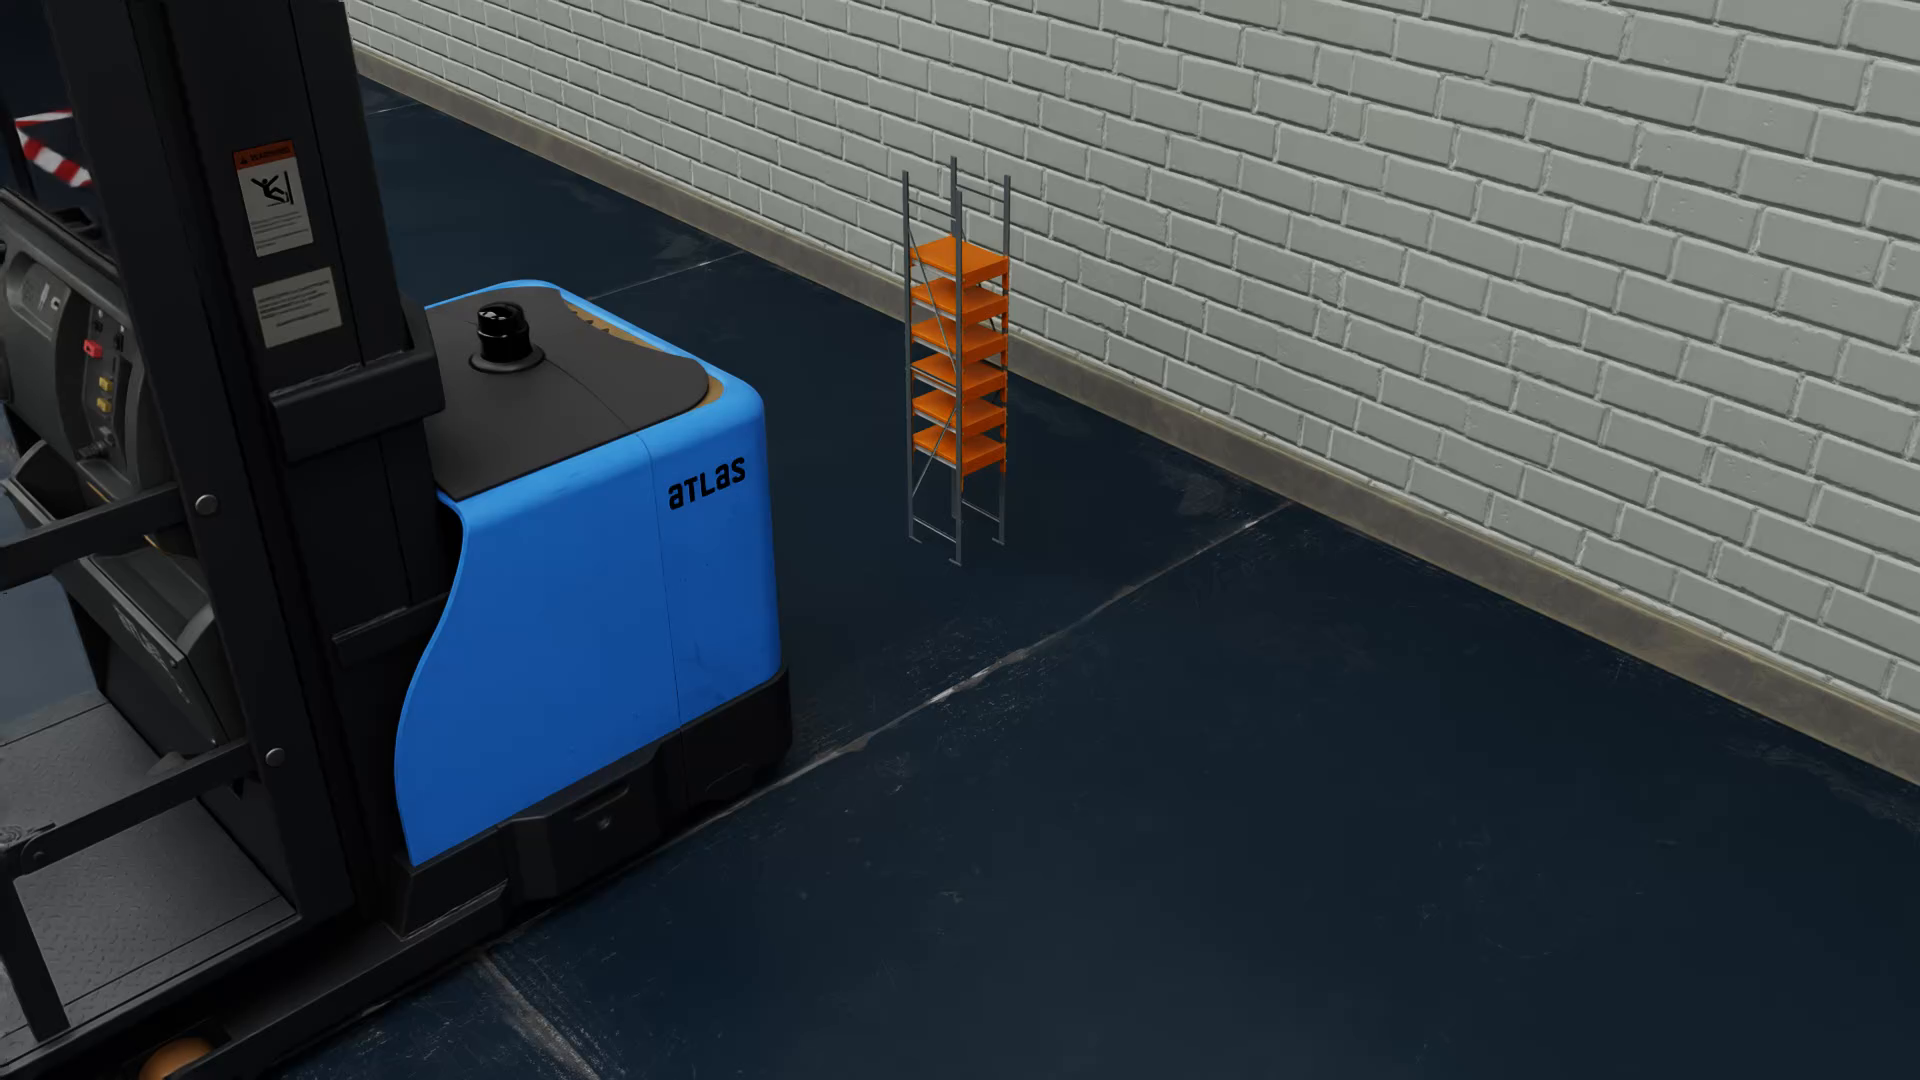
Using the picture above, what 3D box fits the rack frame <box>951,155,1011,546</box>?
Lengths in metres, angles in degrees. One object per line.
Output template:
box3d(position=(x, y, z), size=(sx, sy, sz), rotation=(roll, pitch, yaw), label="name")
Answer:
box3d(position=(0.056, -0.539, 4.982), size=(0.006, 1.200, 0.240), rotation=(-26, 40, -35), label="rack frame")

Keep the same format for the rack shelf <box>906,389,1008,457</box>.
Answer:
box3d(position=(-0.011, -0.366, 5.014), size=(0.180, 0.103, 0.258), rotation=(-26, 40, -35), label="rack shelf")

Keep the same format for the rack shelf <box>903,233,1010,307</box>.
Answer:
box3d(position=(-0.011, -0.776, 4.764), size=(0.180, 0.103, 0.258), rotation=(-26, 40, -35), label="rack shelf")

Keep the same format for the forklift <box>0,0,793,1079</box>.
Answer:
box3d(position=(-1.837, -0.317, 2.960), size=(3.031, 2.935, 1.130), rotation=(-27, 40, -37), label="forklift")

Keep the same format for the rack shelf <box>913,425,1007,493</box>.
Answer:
box3d(position=(-0.011, -0.264, 5.077), size=(0.180, 0.103, 0.258), rotation=(-26, 40, -35), label="rack shelf")

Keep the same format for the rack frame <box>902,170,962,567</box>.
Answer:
box3d(position=(-0.078, -0.474, 4.876), size=(0.006, 1.200, 0.240), rotation=(-26, 40, -35), label="rack frame")

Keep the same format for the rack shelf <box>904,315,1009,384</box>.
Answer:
box3d(position=(-0.011, -0.571, 4.889), size=(0.180, 0.103, 0.258), rotation=(-26, 40, -35), label="rack shelf")

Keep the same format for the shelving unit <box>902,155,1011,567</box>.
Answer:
box3d(position=(-0.011, -0.507, 4.929), size=(0.189, 1.200, 0.258), rotation=(-26, 40, -35), label="shelving unit")

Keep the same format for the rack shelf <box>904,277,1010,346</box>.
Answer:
box3d(position=(-0.011, -0.674, 4.827), size=(0.180, 0.103, 0.258), rotation=(-26, 40, -35), label="rack shelf")

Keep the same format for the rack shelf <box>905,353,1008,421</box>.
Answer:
box3d(position=(-0.011, -0.469, 4.952), size=(0.180, 0.103, 0.258), rotation=(-26, 40, -35), label="rack shelf")
